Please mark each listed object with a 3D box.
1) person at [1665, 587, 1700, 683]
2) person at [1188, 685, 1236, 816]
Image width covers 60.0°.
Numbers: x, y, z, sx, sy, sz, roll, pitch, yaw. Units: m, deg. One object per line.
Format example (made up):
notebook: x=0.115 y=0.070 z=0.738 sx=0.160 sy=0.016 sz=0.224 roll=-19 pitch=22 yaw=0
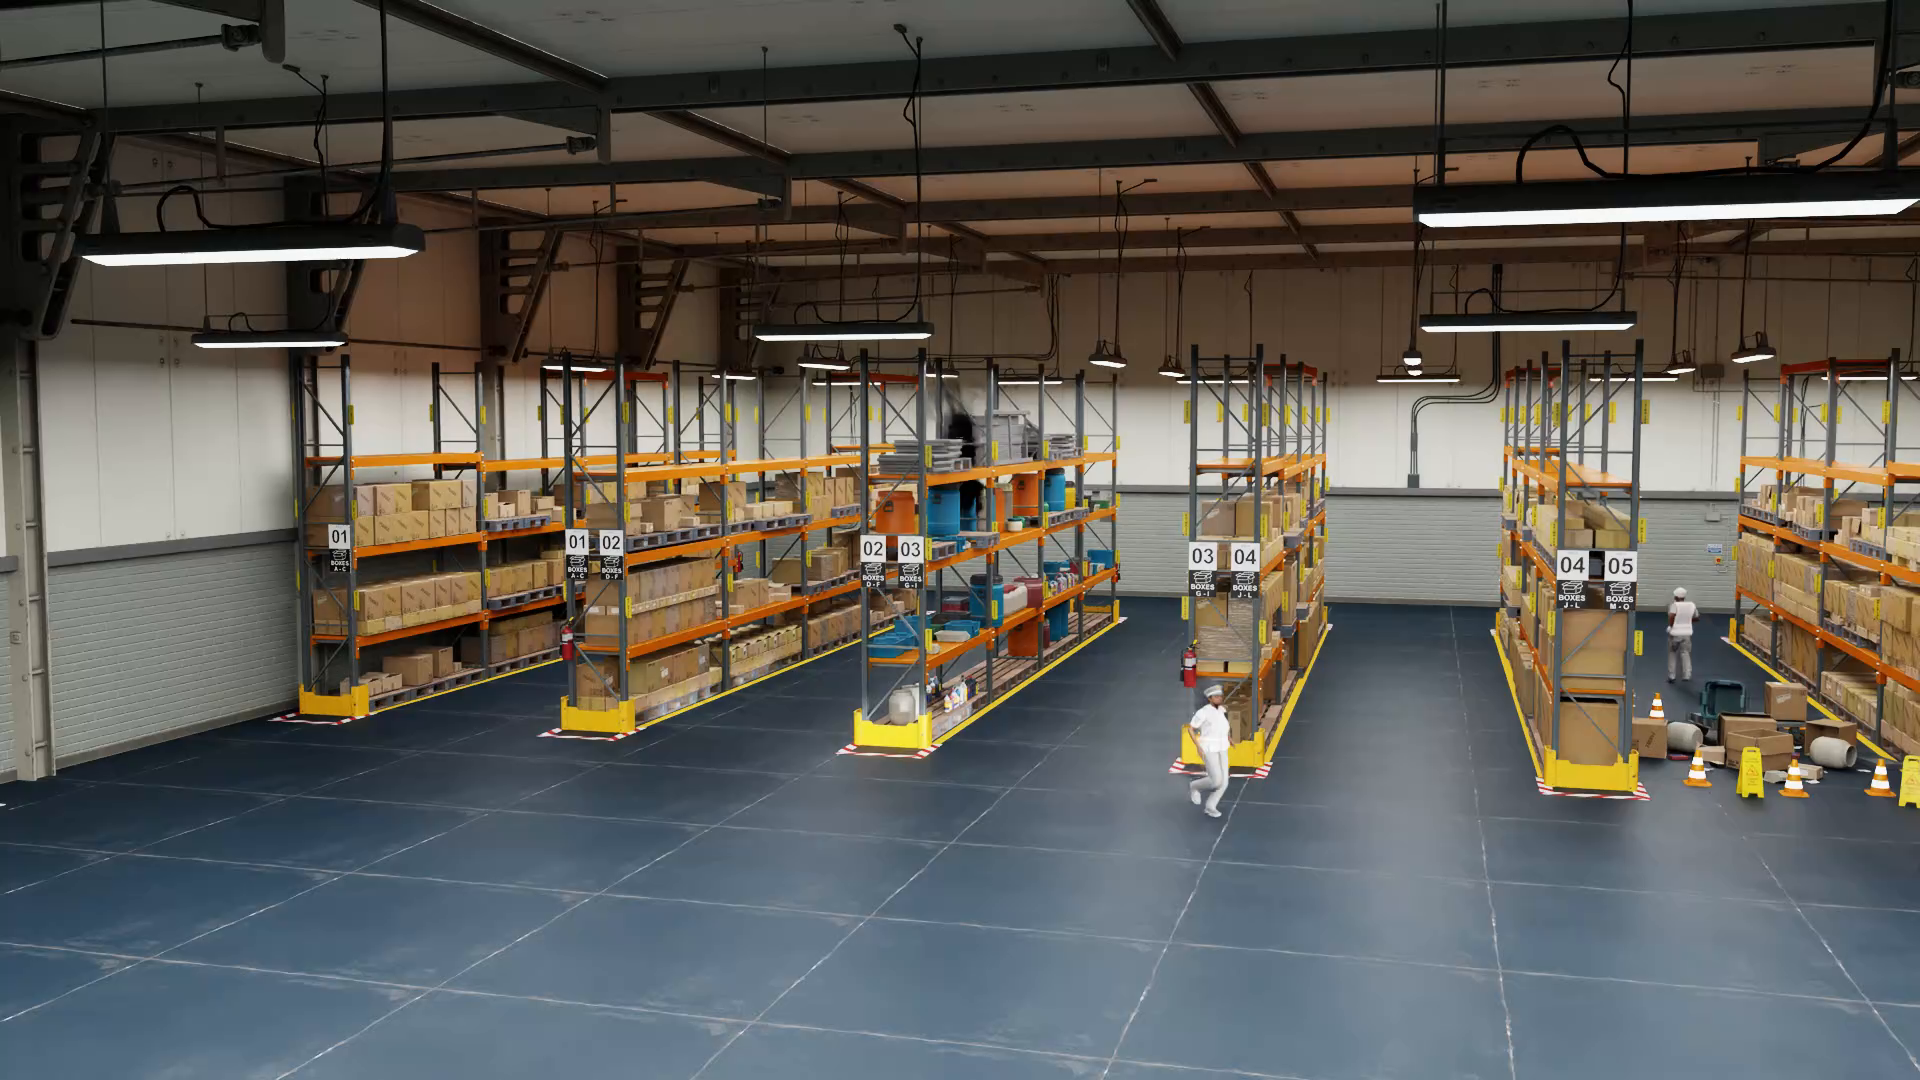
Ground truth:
person: x=13.406 y=1.799 z=30.867 sx=0.651 sy=1.833 sz=0.853 roll=0 pitch=4 yaw=3
person: x=3.173 y=2.628 z=20.812 sx=0.571 sy=1.656 sz=0.564 roll=-3 pitch=5 yaw=-32
